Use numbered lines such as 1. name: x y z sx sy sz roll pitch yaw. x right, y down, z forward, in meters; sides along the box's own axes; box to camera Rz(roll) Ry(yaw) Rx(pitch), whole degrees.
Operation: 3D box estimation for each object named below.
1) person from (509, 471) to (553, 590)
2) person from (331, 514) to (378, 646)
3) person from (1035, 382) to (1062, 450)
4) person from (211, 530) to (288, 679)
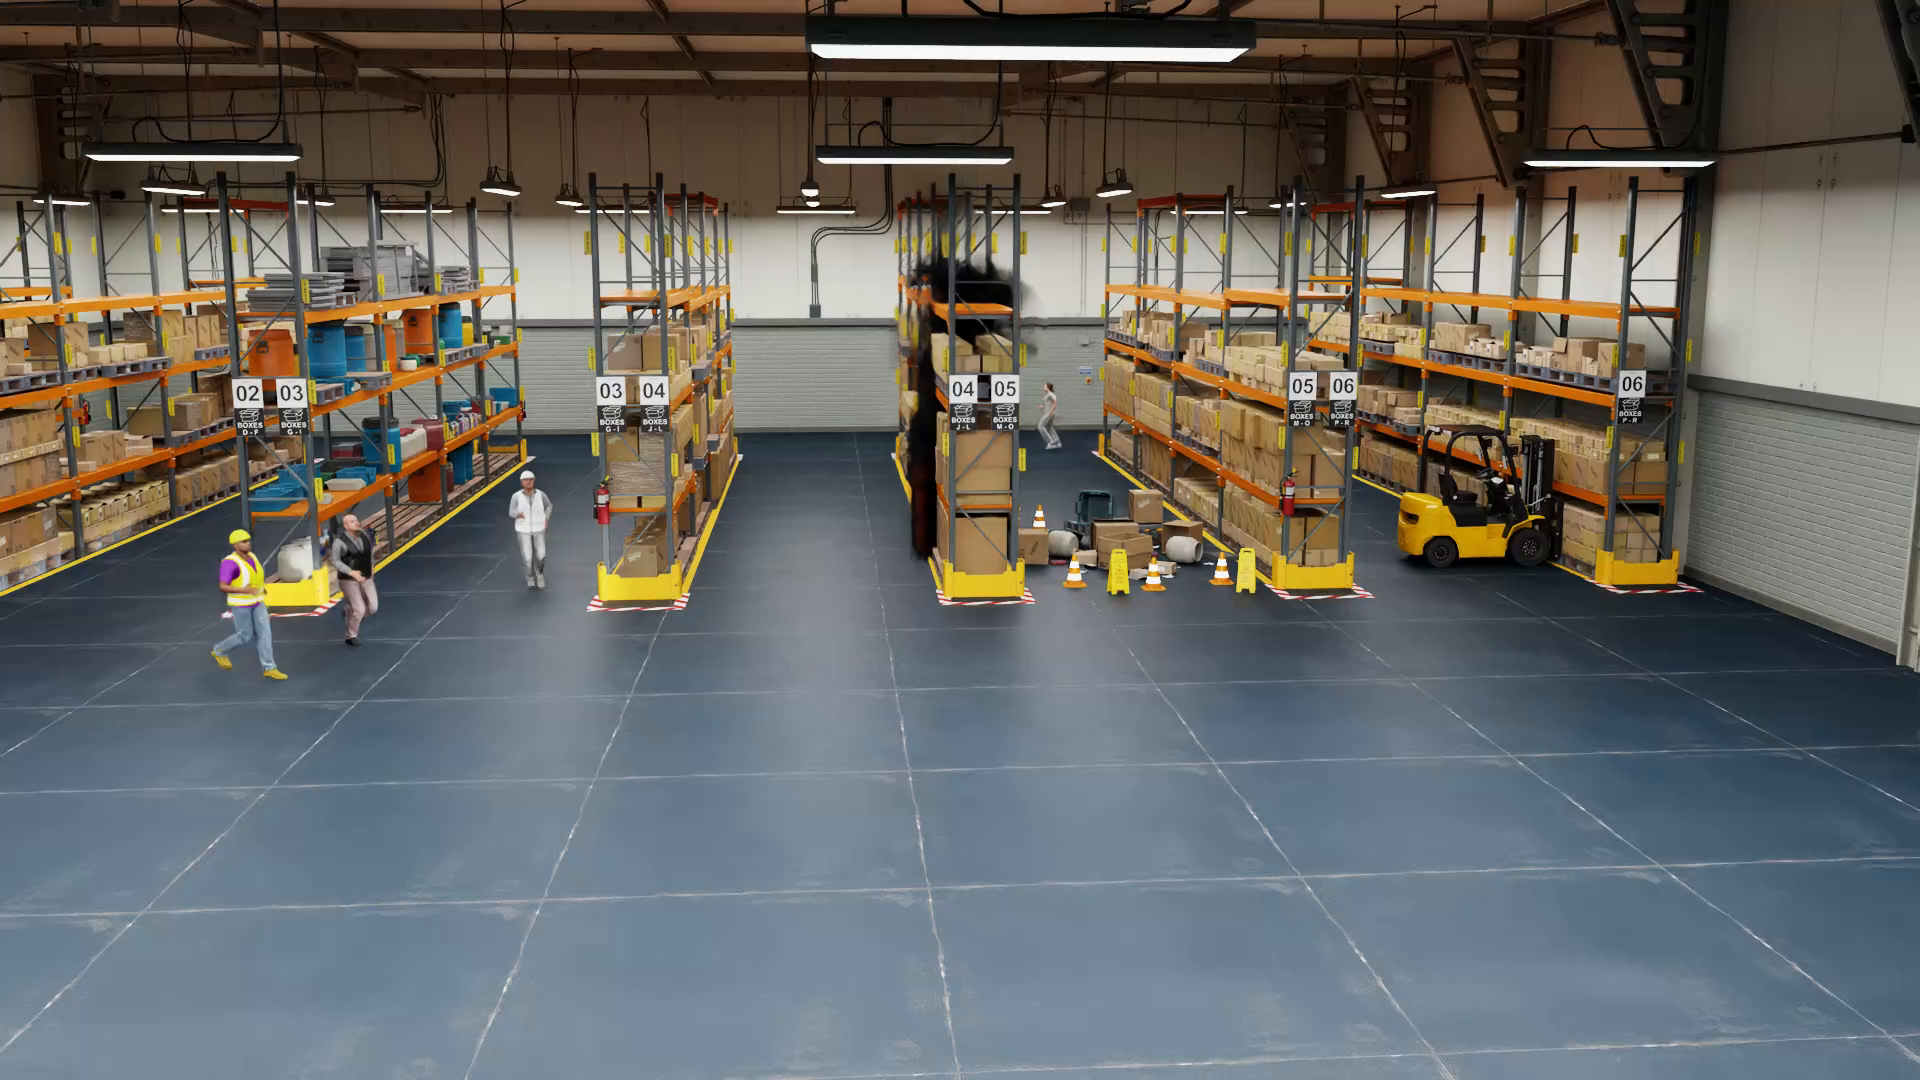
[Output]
1. person: -6.279 -0.130 24.400 0.642 1.767 0.647 -3 10 -17
2. person: -7.663 0.499 21.087 0.646 1.685 0.679 6 12 31
3. person: 2.200 -3.081 41.438 0.682 1.691 0.576 0 10 3
4. person: -8.307 0.749 19.342 0.956 1.762 0.700 3 10 17
